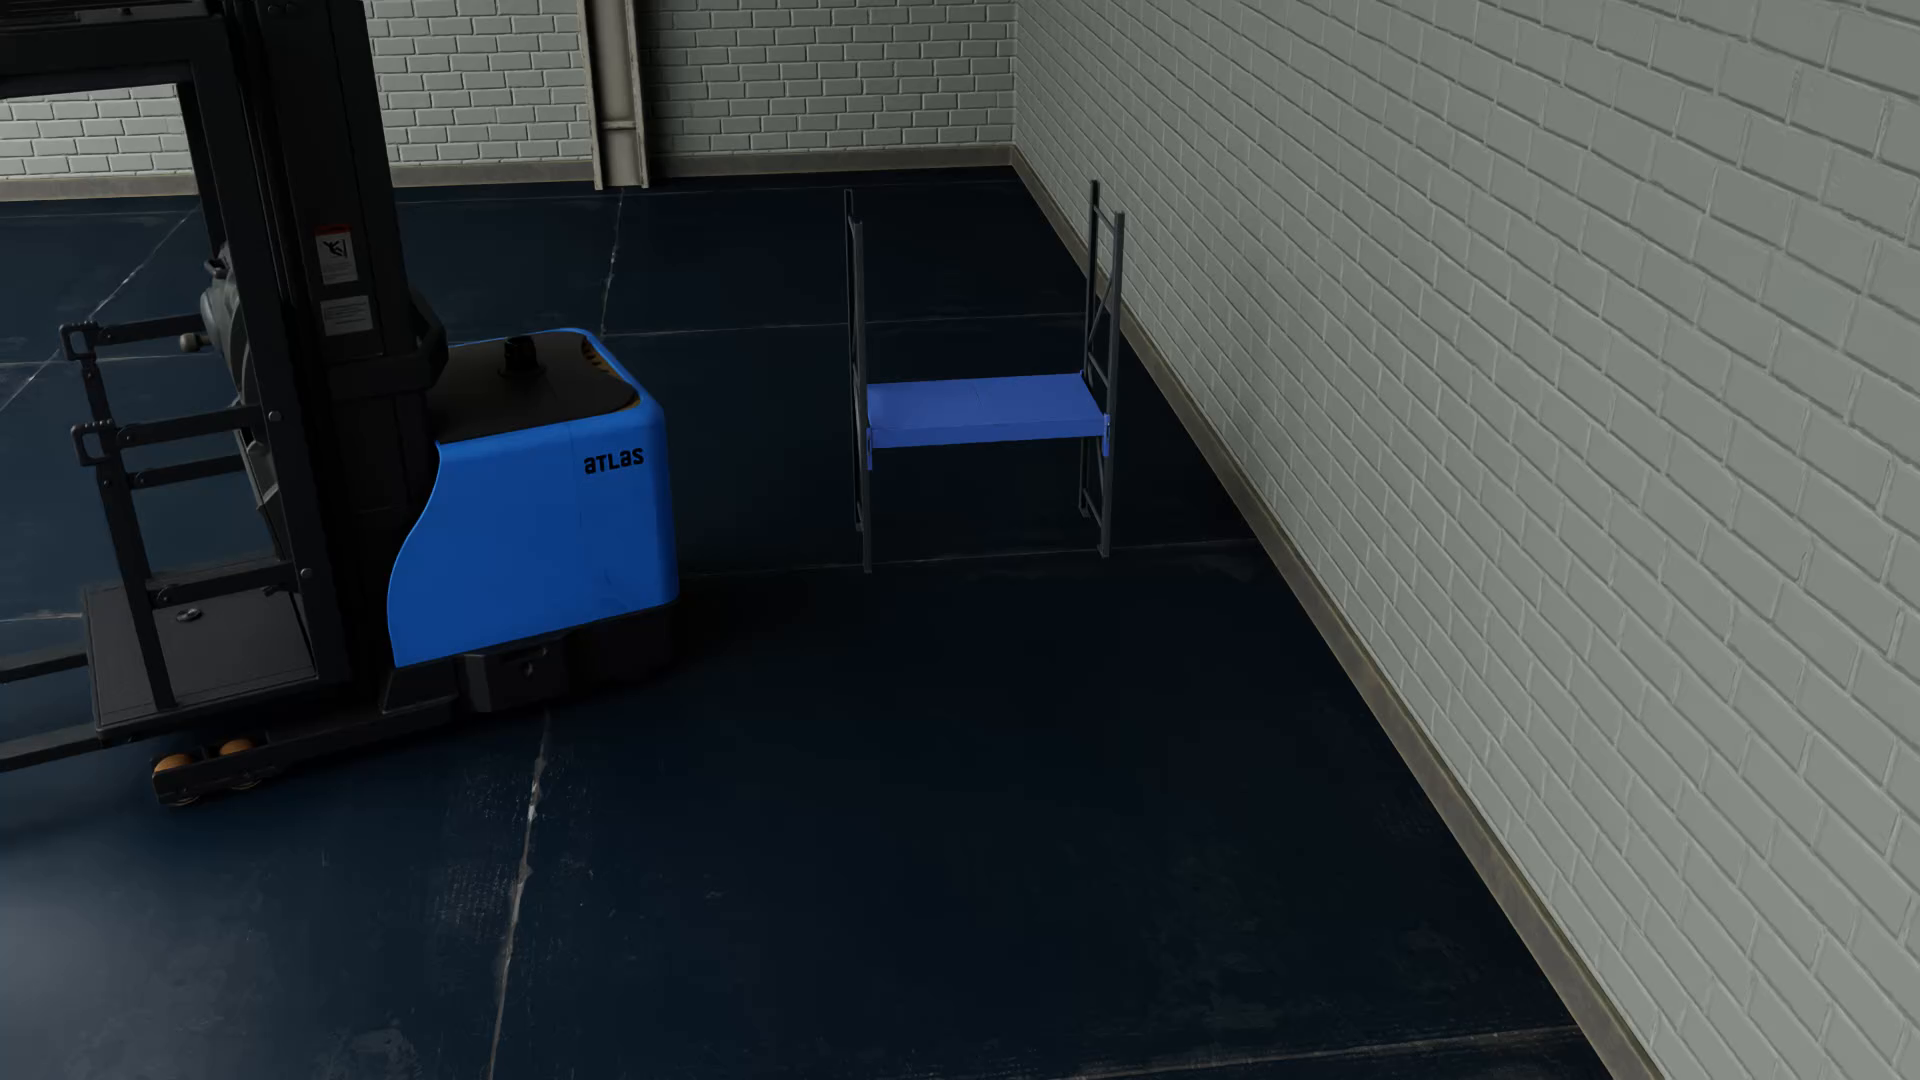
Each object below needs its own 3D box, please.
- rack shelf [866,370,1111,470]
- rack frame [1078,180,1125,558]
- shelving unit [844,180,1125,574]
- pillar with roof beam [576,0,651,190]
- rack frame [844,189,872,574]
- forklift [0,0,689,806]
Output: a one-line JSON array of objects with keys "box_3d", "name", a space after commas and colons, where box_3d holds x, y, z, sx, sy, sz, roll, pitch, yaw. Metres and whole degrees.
[{"box_3d": [0.084, -0.513, 7.000, 1.000, 0.185, 0.538, -4, 27, -7], "name": "rack shelf"}, {"box_3d": [0.588, -0.705, 6.981, 0.032, 1.500, 0.500, -4, 27, -7], "name": "rack frame"}, {"box_3d": [0.084, -0.673, 6.918, 1.048, 1.500, 0.538, -4, 27, -7], "name": "shelving unit"}, {"box_3d": [-1.922, -4.730, 6.610, 0.400, 9.000, 9.100, -4, 27, -7], "name": "pillar with roof beam"}, {"box_3d": [-0.419, -0.640, 6.855, 0.032, 1.500, 0.500, -4, 27, -7], "name": "rack frame"}, {"box_3d": [-2.574, -0.697, 5.398, 3.031, 2.935, 1.130, -13, 30, -24], "name": "forklift"}]
